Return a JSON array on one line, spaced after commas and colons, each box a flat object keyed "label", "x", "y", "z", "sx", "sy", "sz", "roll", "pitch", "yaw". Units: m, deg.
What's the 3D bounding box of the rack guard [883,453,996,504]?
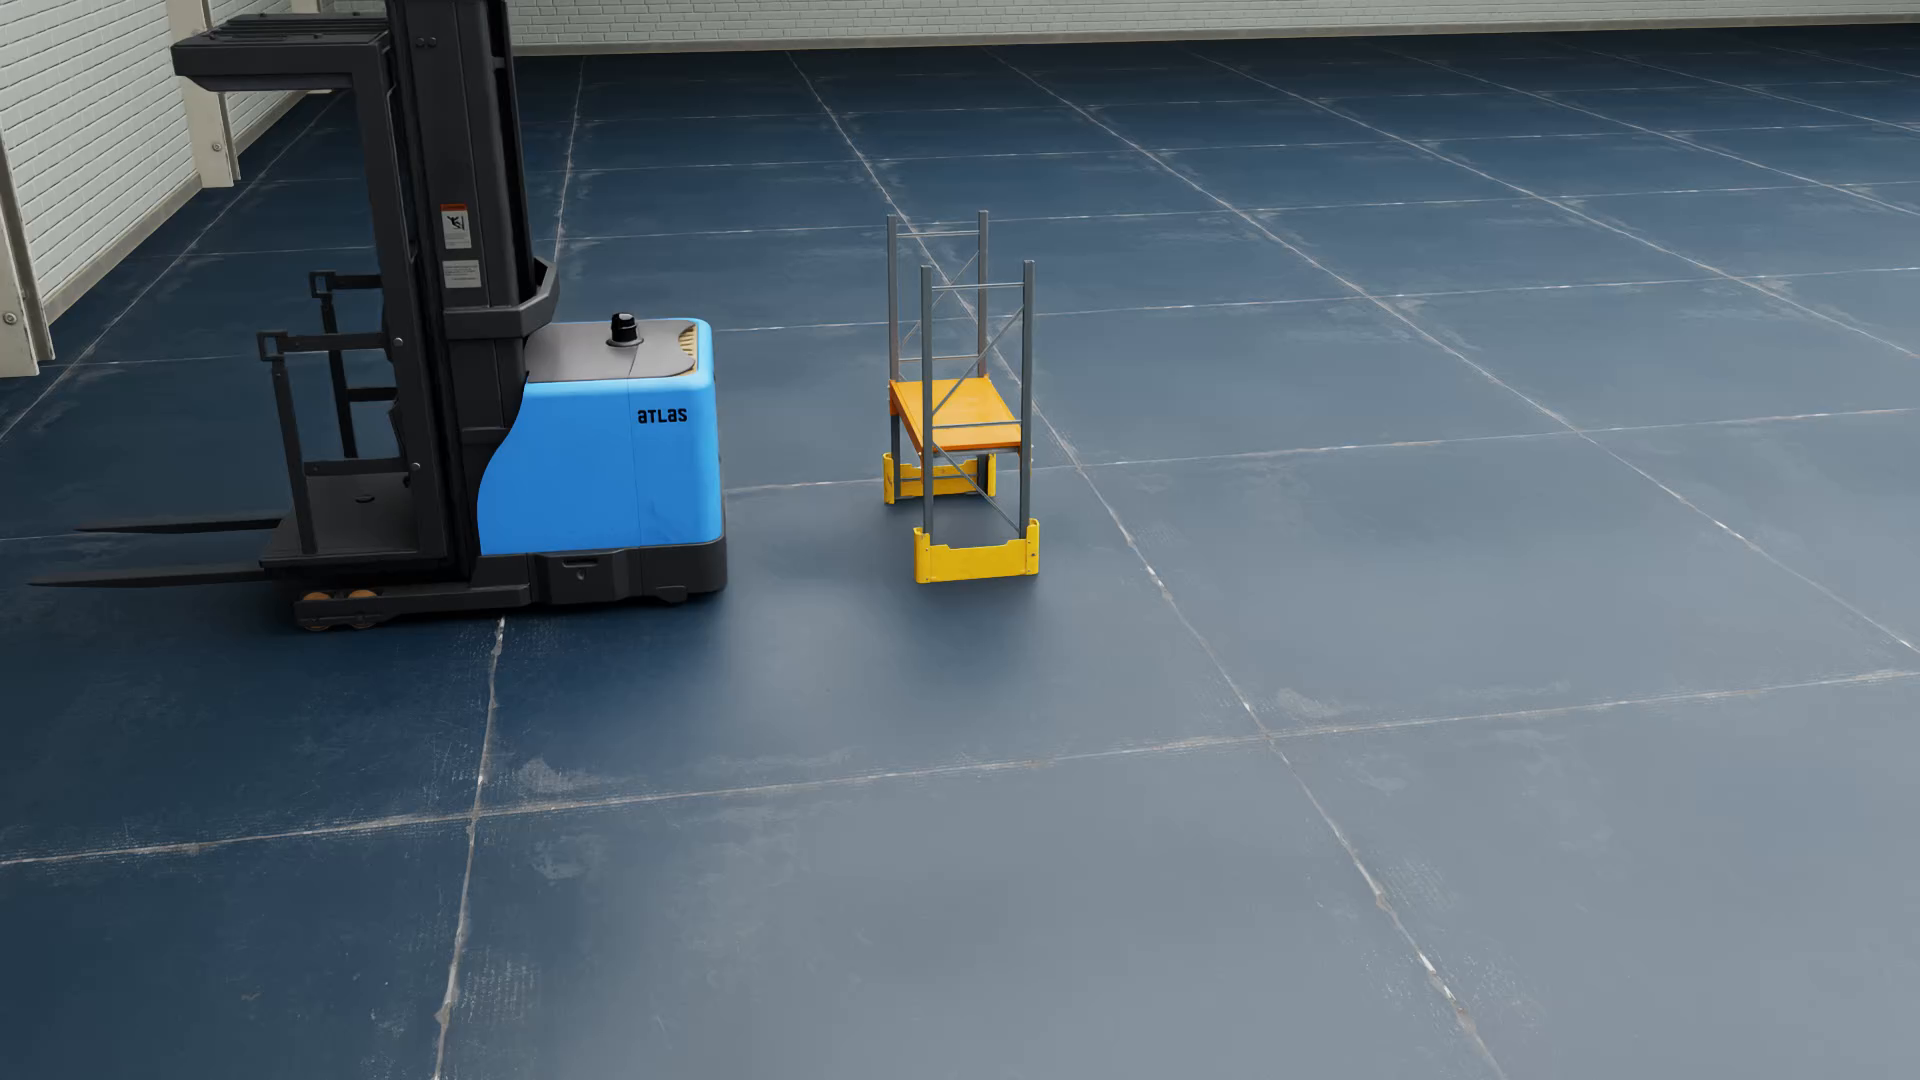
[{"label": "rack guard", "x": -0.106, "y": -0.340, "z": 8.717, "sx": 0.587, "sy": 0.250, "sz": 0.087, "roll": -4, "pitch": 24, "yaw": -10}]

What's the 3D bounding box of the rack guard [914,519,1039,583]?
[{"label": "rack guard", "x": 0.078, "y": 0.051, "z": 7.820, "sx": 0.587, "sy": 0.250, "sz": 0.087, "roll": -4, "pitch": 24, "yaw": -10}]

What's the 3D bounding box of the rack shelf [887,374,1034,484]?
[{"label": "rack shelf", "x": -0.016, "y": -0.556, "z": 8.099, "sx": 0.538, "sy": 0.185, "sz": 1.000, "roll": -4, "pitch": 24, "yaw": -10}]

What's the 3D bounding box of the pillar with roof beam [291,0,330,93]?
[{"label": "pillar with roof beam", "x": -4.098, "y": -10.285, "z": 20.555, "sx": 9.100, "sy": 9.000, "sz": 0.400, "roll": -4, "pitch": 24, "yaw": -10}]

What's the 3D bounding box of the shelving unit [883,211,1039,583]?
[{"label": "shelving unit", "x": -0.014, "y": -0.717, "z": 8.018, "sx": 0.587, "sy": 1.500, "sz": 1.083, "roll": -4, "pitch": 24, "yaw": -10}]

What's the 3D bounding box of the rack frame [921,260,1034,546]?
[{"label": "rack frame", "x": 0.078, "y": -0.521, "z": 7.569, "sx": 0.500, "sy": 1.500, "sz": 0.032, "roll": -4, "pitch": 24, "yaw": -10}]

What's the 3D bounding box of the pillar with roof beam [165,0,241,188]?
[{"label": "pillar with roof beam", "x": -2.989, "y": -7.925, "z": 15.151, "sx": 9.100, "sy": 9.000, "sz": 0.400, "roll": -4, "pitch": 24, "yaw": -10}]

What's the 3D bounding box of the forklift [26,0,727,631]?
[{"label": "forklift", "x": -2.627, "y": -1.167, "z": 7.261, "sx": 3.031, "sy": 2.935, "sz": 1.130, "roll": -3, "pitch": 24, "yaw": -7}]

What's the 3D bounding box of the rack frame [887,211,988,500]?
[{"label": "rack frame", "x": -0.110, "y": -0.921, "z": 8.484, "sx": 0.500, "sy": 1.500, "sz": 0.032, "roll": -4, "pitch": 24, "yaw": -10}]

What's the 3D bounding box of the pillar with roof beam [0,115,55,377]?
[{"label": "pillar with roof beam", "x": -1.879, "y": -5.565, "z": 9.748, "sx": 9.100, "sy": 9.000, "sz": 0.400, "roll": -4, "pitch": 24, "yaw": -10}]
